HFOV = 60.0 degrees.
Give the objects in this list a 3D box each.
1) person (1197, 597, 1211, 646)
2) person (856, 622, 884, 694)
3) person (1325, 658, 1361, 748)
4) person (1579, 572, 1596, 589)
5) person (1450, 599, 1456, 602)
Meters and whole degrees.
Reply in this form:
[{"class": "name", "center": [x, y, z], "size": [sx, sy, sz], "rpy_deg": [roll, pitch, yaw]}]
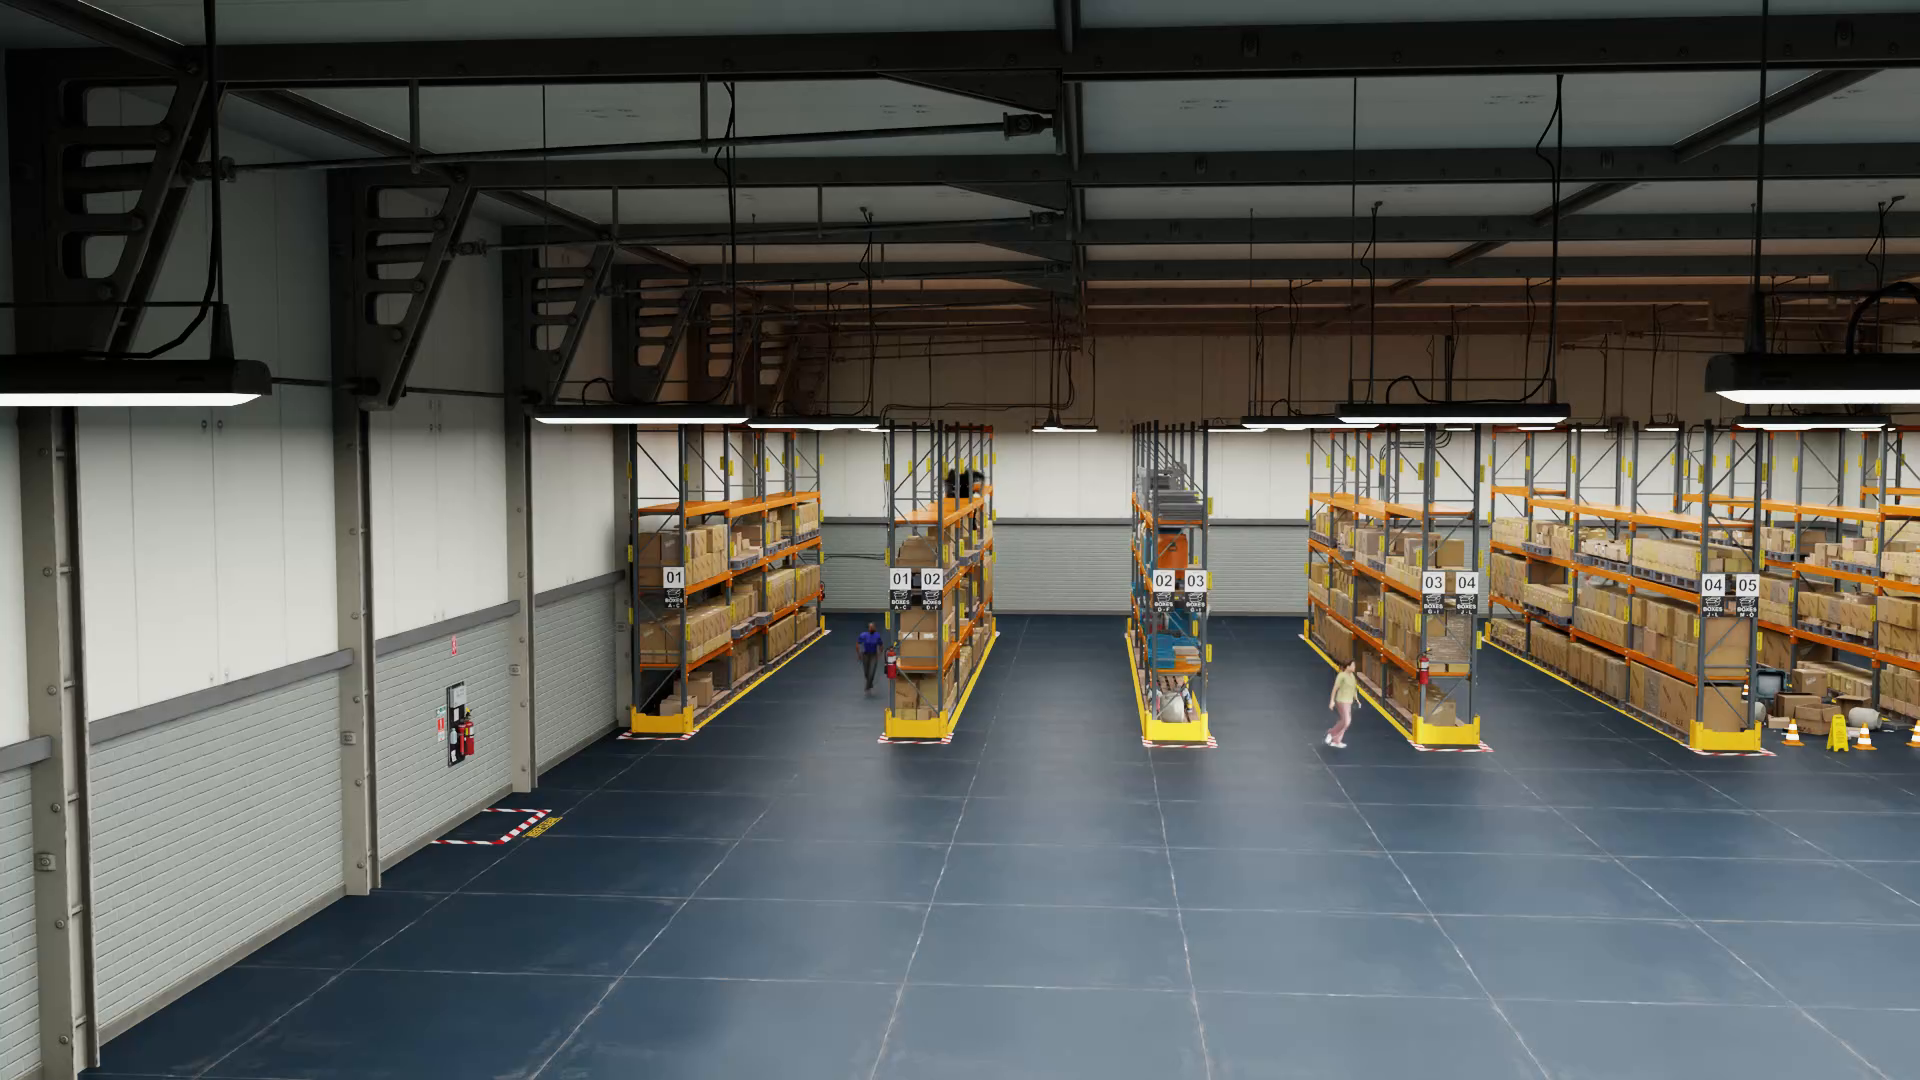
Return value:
[{"class": "person", "center": [6.420, 2.058, 44.985], "size": [0.713, 1.642, 0.542], "rpy_deg": [1, 4, 18]}, {"class": "person", "center": [-2.002, 2.598, 36.840], "size": [0.619, 1.607, 0.567], "rpy_deg": [-1, 4, -9]}, {"class": "person", "center": [7.000, 2.977, 30.441], "size": [0.491, 1.645, 0.586], "rpy_deg": [3, 5, 44]}, {"class": "person", "center": [18.244, 1.742, 48.229], "size": [1.006, 1.776, 0.662], "rpy_deg": [-1, 4, -14]}, {"class": "person", "center": [13.431, 2.048, 45.273], "size": [0.602, 1.648, 0.551], "rpy_deg": [0, 4, 7]}]
